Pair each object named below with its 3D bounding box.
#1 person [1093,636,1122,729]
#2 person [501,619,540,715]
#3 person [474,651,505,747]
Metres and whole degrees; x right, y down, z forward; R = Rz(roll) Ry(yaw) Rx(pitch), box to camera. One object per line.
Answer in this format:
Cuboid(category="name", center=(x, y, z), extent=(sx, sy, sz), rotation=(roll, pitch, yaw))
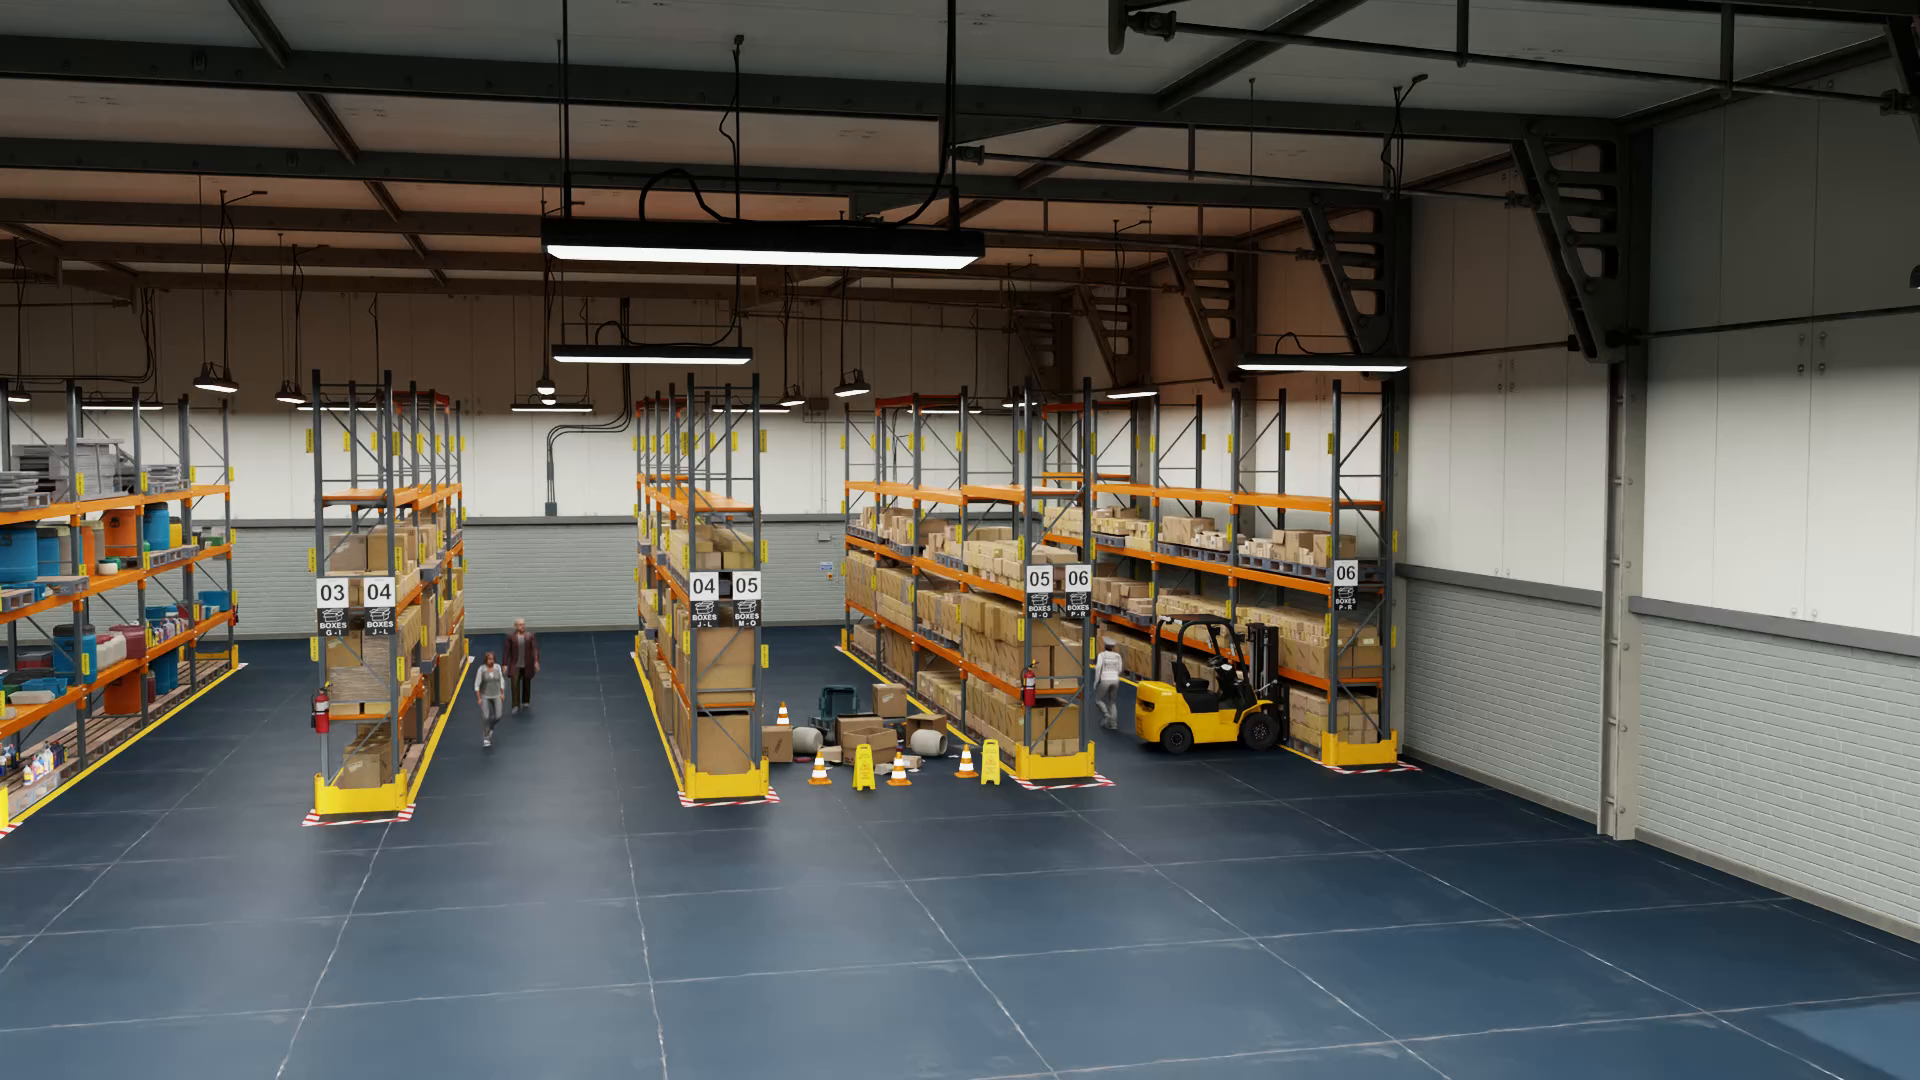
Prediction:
Cuboid(category="person", center=(2.611, 2.513, 29.401), extent=(0.569, 1.599, 0.713), rotation=(-1, 3, -13))
Cuboid(category="person", center=(-8.173, 2.327, 30.920), extent=(0.708, 1.717, 1.103), rotation=(-1, 3, -12))
Cuboid(category="person", center=(-7.843, 2.628, 27.700), extent=(0.500, 1.580, 0.482), rotation=(-2, 4, -26))
